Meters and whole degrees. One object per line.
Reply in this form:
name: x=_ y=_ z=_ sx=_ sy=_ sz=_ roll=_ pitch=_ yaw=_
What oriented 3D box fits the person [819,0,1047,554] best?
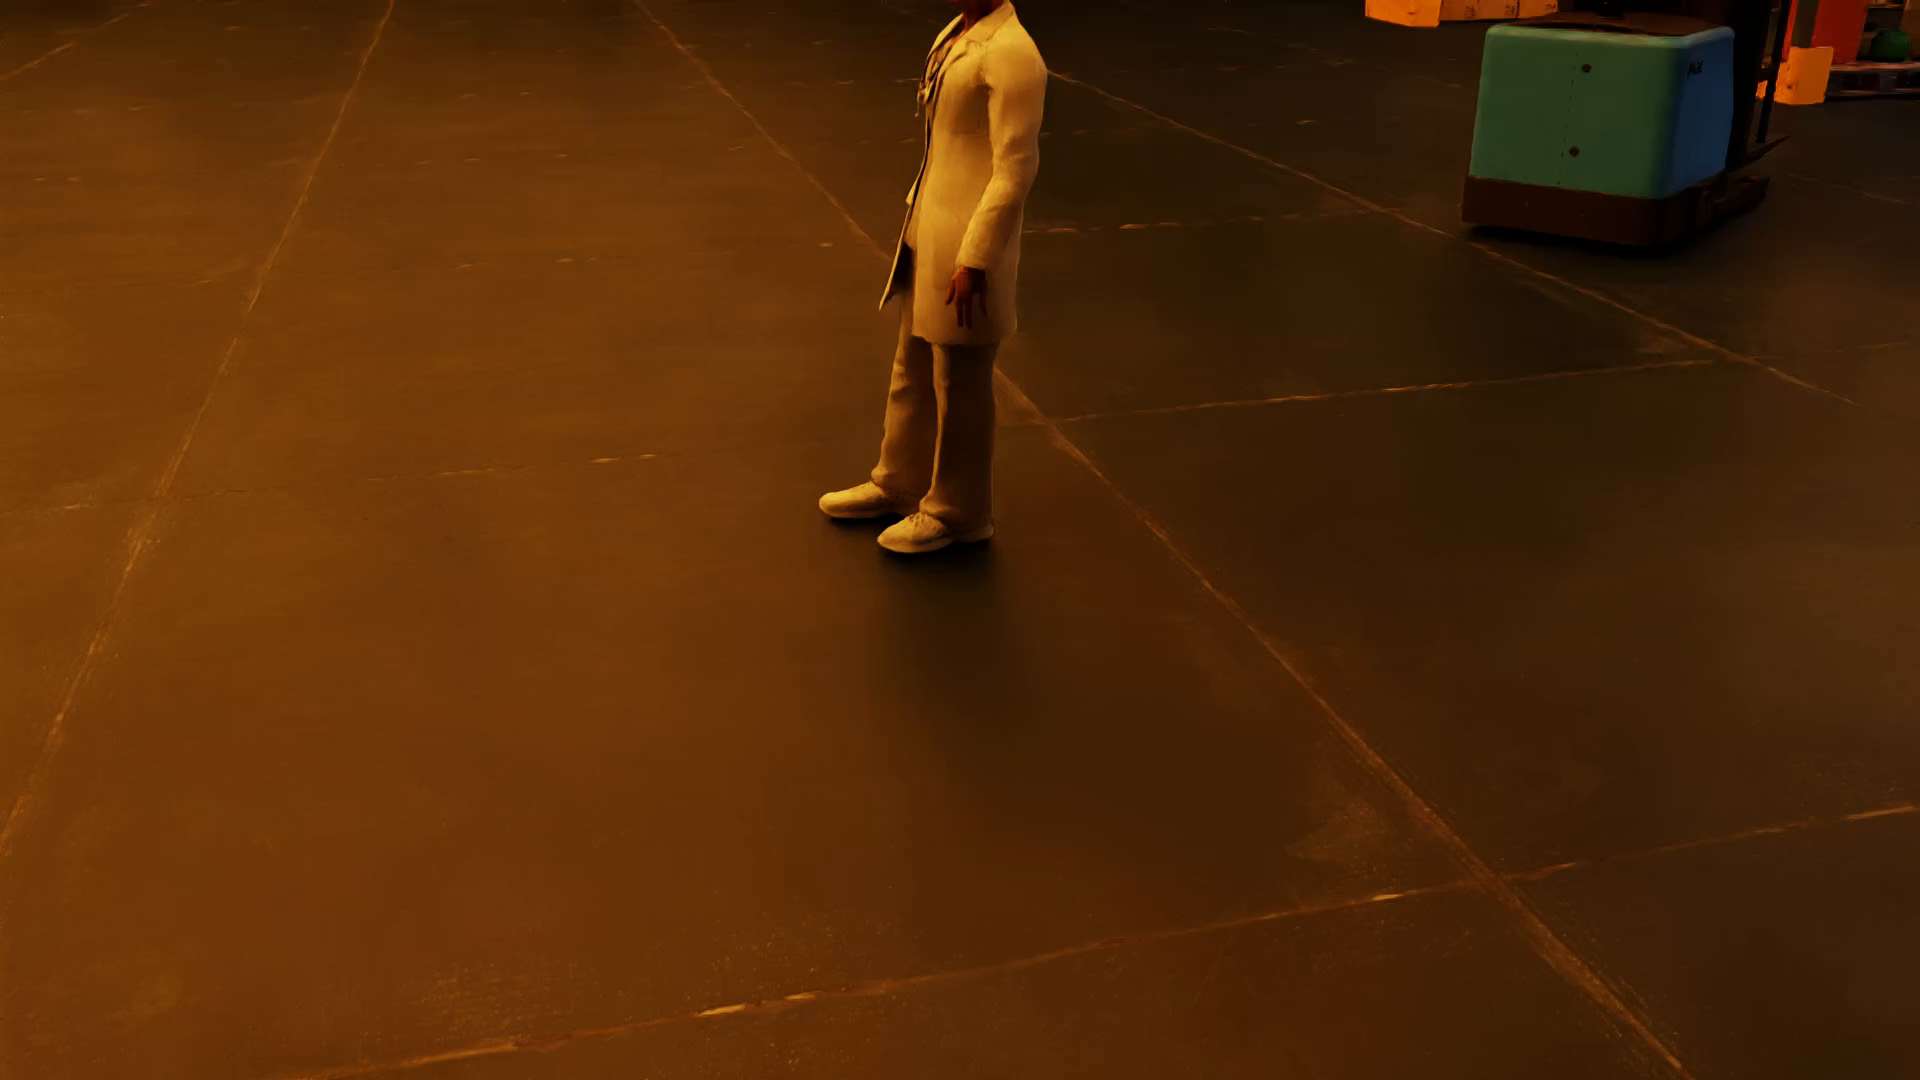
person: x=-0.089 y=-0.817 z=4.684 sx=0.579 sy=1.776 sz=0.694 roll=-6 pitch=24 yaw=-14

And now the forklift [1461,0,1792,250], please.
forklift: x=4.001 y=-3.322 z=9.115 sx=1.130 sy=2.935 sz=3.031 roll=18 pitch=29 yaw=35
